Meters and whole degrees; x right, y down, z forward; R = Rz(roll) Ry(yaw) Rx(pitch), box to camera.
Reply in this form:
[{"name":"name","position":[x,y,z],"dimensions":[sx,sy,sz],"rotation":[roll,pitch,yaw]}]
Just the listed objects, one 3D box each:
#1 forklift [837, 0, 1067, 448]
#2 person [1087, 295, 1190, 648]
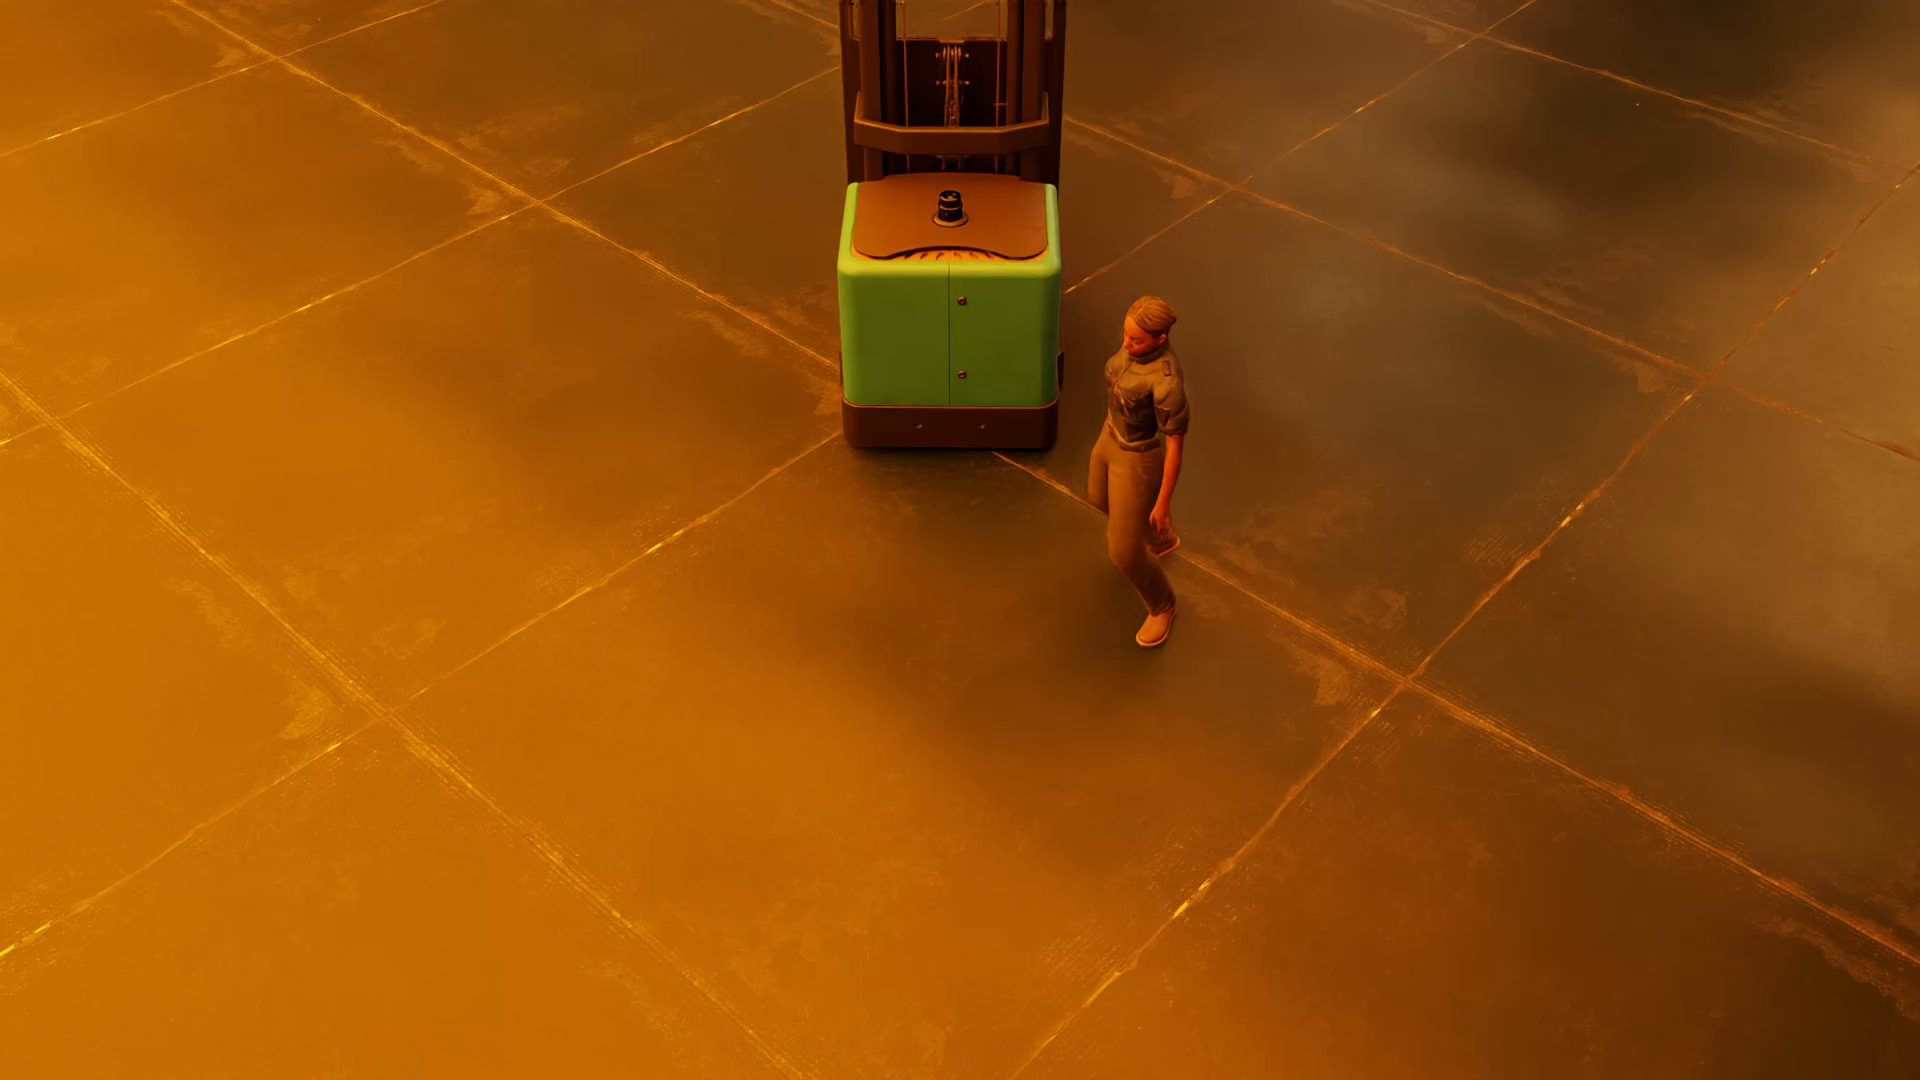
[{"name":"forklift","position":[-0.031,-2.493,8.334],"dimensions":[1.130,2.935,3.031],"rotation":[0,41,1]},{"name":"person","position":[0.797,-0.398,6.941],"dimensions":[0.466,1.588,0.817],"rotation":[-7,41,-8]}]
